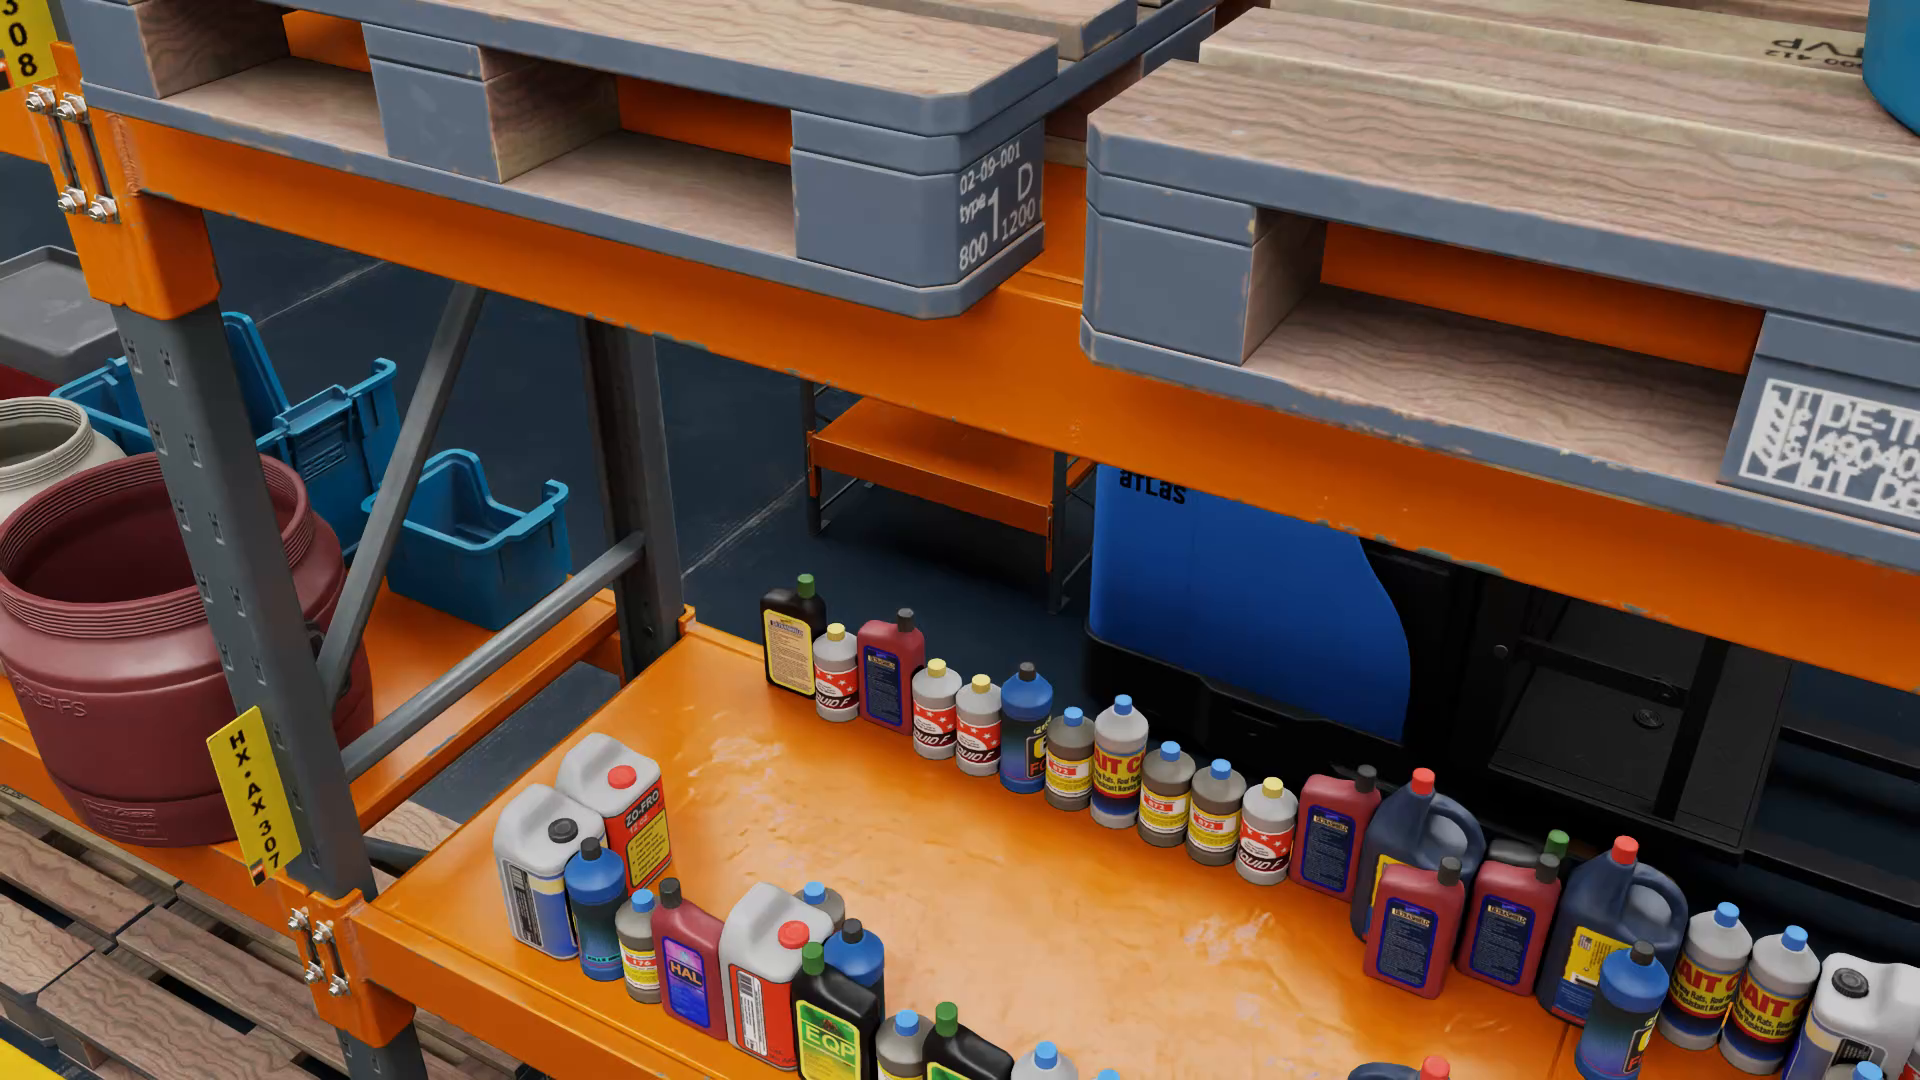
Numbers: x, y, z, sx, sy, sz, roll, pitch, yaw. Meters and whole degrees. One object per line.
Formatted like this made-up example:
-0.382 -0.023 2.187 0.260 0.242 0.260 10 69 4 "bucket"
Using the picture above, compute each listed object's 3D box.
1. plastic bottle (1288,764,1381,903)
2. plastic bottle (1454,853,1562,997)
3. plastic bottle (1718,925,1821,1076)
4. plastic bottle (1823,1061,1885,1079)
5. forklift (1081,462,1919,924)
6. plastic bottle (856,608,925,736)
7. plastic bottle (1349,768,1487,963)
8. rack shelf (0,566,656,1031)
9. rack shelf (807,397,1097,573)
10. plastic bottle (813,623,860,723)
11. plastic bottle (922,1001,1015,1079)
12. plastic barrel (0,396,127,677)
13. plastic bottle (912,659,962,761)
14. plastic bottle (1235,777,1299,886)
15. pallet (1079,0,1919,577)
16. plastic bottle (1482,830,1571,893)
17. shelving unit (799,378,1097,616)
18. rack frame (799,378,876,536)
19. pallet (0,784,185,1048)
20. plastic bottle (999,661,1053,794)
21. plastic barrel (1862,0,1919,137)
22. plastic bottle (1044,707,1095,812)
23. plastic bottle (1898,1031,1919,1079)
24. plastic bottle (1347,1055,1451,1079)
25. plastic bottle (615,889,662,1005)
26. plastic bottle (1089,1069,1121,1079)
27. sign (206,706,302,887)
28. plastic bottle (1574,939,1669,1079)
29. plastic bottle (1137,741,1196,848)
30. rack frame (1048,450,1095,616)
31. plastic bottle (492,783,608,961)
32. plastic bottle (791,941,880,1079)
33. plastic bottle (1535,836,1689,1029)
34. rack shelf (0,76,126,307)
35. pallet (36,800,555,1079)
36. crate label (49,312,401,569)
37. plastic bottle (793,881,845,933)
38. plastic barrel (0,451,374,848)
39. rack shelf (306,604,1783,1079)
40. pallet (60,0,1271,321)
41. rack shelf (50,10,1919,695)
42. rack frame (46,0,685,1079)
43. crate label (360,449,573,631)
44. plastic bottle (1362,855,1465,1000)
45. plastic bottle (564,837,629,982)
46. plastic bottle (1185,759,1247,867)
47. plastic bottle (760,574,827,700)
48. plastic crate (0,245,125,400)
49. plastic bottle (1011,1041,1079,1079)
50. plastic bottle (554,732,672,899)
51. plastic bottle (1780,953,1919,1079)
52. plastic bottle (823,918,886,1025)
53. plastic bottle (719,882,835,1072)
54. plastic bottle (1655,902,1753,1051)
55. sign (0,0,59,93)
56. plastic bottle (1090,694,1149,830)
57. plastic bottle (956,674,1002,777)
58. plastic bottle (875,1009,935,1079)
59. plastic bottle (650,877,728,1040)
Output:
0.656 0.498 2.902 0.133 0.283 0.061 18 37 24 "plastic bottle"
0.902 0.615 2.726 0.133 0.283 0.061 18 37 24 "plastic bottle"
1.269 0.708 2.596 0.097 0.271 0.097 0 34 0 "plastic bottle"
1.310 0.848 2.450 0.097 0.201 0.097 0 34 0 "plastic bottle"
1.923 -0.488 4.338 3.031 2.935 1.130 18 38 25 "forklift"
-0.136 0.247 3.278 0.133 0.283 0.061 18 37 24 "plastic bottle"
0.774 0.533 2.787 0.185 0.351 0.144 18 37 24 "plastic bottle"
-2.635 -0.022 4.225 4.000 0.370 1.077 18 37 24 "rack shelf"
0.006 -0.263 6.071 1.000 0.278 0.538 18 37 24 "rack shelf"
-0.245 0.258 3.335 0.097 0.201 0.097 0 34 0 "plastic bottle"
0.012 0.802 2.445 0.133 0.283 0.061 18 37 24 "plastic bottle"
-1.898 0.002 3.439 0.421 0.512 0.421 0 34 0 "plastic barrel"
-0.045 0.322 3.240 0.097 0.201 0.097 0 34 0 "plastic bottle"
0.547 0.509 2.959 0.097 0.201 0.097 0 34 0 "plastic bottle"
0.859 -0.320 1.488 1.213 0.211 1.003 18 37 24 "pallet"
0.933 0.585 2.770 0.133 0.283 0.061 18 37 24 "plastic bottle"
0.006 -0.466 5.935 1.048 1.125 0.538 18 37 24 "shelving unit"
-0.435 -0.606 6.145 0.032 1.125 0.500 18 37 24 "rack frame"
-2.607 0.822 4.826 1.213 0.211 1.003 18 37 24 "pallet"
0.124 0.346 3.140 0.097 0.271 0.097 0 34 0 "plastic bottle"
1.016 -0.699 1.056 0.708 0.901 0.600 18 37 24 "plastic barrel"
0.209 0.402 3.120 0.097 0.201 0.097 0 34 0 "plastic bottle"
1.470 0.801 2.520 0.097 0.201 0.097 0 34 0 "plastic bottle"
0.616 0.841 2.325 0.185 0.351 0.144 18 37 24 "plastic bottle"
-0.512 0.658 2.735 0.097 0.201 0.097 0 34 0 "plastic bottle"
0.206 0.856 2.374 0.097 0.271 0.097 0 34 0 "plastic bottle"
-1.166 0.428 2.754 0.005 0.325 0.100 18 37 24 "sign"
1.028 0.724 2.572 0.097 0.271 0.097 0 34 0 "plastic bottle"
0.378 0.455 3.039 0.097 0.201 0.097 0 34 0 "plastic bottle"
0.447 -0.327 5.726 0.032 1.125 0.500 18 37 24 "rack frame"
-0.684 0.555 2.822 0.135 0.276 0.152 18 37 24 "plastic bottle"
-0.188 0.738 2.541 0.133 0.283 0.061 18 37 24 "plastic bottle"
1.050 0.621 2.656 0.185 0.351 0.144 18 37 24 "plastic bottle"
-2.635 -1.270 3.394 4.000 0.370 1.077 18 37 24 "rack shelf"
-1.552 1.158 4.321 1.213 0.211 1.003 18 37 24 "pallet"
-1.627 -0.189 3.796 0.616 0.435 0.502 18 37 24 "crate label"
-0.236 0.648 2.749 0.097 0.201 0.097 0 34 0 "plastic bottle"
-1.452 0.190 3.135 0.708 0.536 0.600 18 37 24 "plastic barrel"
0.838 1.078 2.573 4.000 0.370 1.077 18 37 24 "rack shelf"
-0.283 -0.684 2.034 1.213 0.211 1.003 18 37 24 "pallet"
0.838 -0.170 1.742 4.000 0.370 1.077 18 37 24 "rack shelf"
-0.899 0.229 3.200 0.127 3.000 1.000 18 37 24 "rack frame"
-1.079 0.002 3.691 0.416 0.233 0.303 18 37 24 "crate label"
0.745 0.618 2.721 0.133 0.283 0.061 18 37 24 "plastic bottle"
-0.597 0.602 2.756 0.097 0.271 0.097 0 34 0 "plastic bottle"
0.463 0.482 2.999 0.097 0.201 0.097 0 34 0 "plastic bottle"
-0.336 0.183 3.374 0.133 0.283 0.061 18 37 24 "plastic bottle"
-2.150 -0.389 4.071 0.583 0.464 0.402 18 37 24 "plastic crate"
0.121 0.829 2.414 0.097 0.271 0.097 0 34 0 "plastic bottle"
-0.608 0.482 2.932 0.135 0.276 0.152 18 37 24 "plastic bottle"
1.356 0.752 2.527 0.135 0.276 0.152 18 37 24 "plastic bottle"
-0.165 0.700 2.609 0.097 0.271 0.097 0 34 0 "plastic bottle"
-0.282 0.682 2.631 0.135 0.276 0.152 18 37 24 "plastic bottle"
1.184 0.682 2.636 0.097 0.271 0.097 0 34 0 "plastic bottle"
-1.166 -0.709 1.997 0.005 0.325 0.100 18 37 24 "sign"
0.294 0.399 3.060 0.097 0.271 0.097 0 34 0 "plastic bottle"
0.040 0.348 3.200 0.097 0.201 0.097 0 34 0 "plastic bottle"
-0.079 0.795 2.529 0.097 0.201 0.097 0 34 0 "plastic bottle"
-0.421 0.664 2.651 0.133 0.283 0.061 18 37 24 "plastic bottle"
